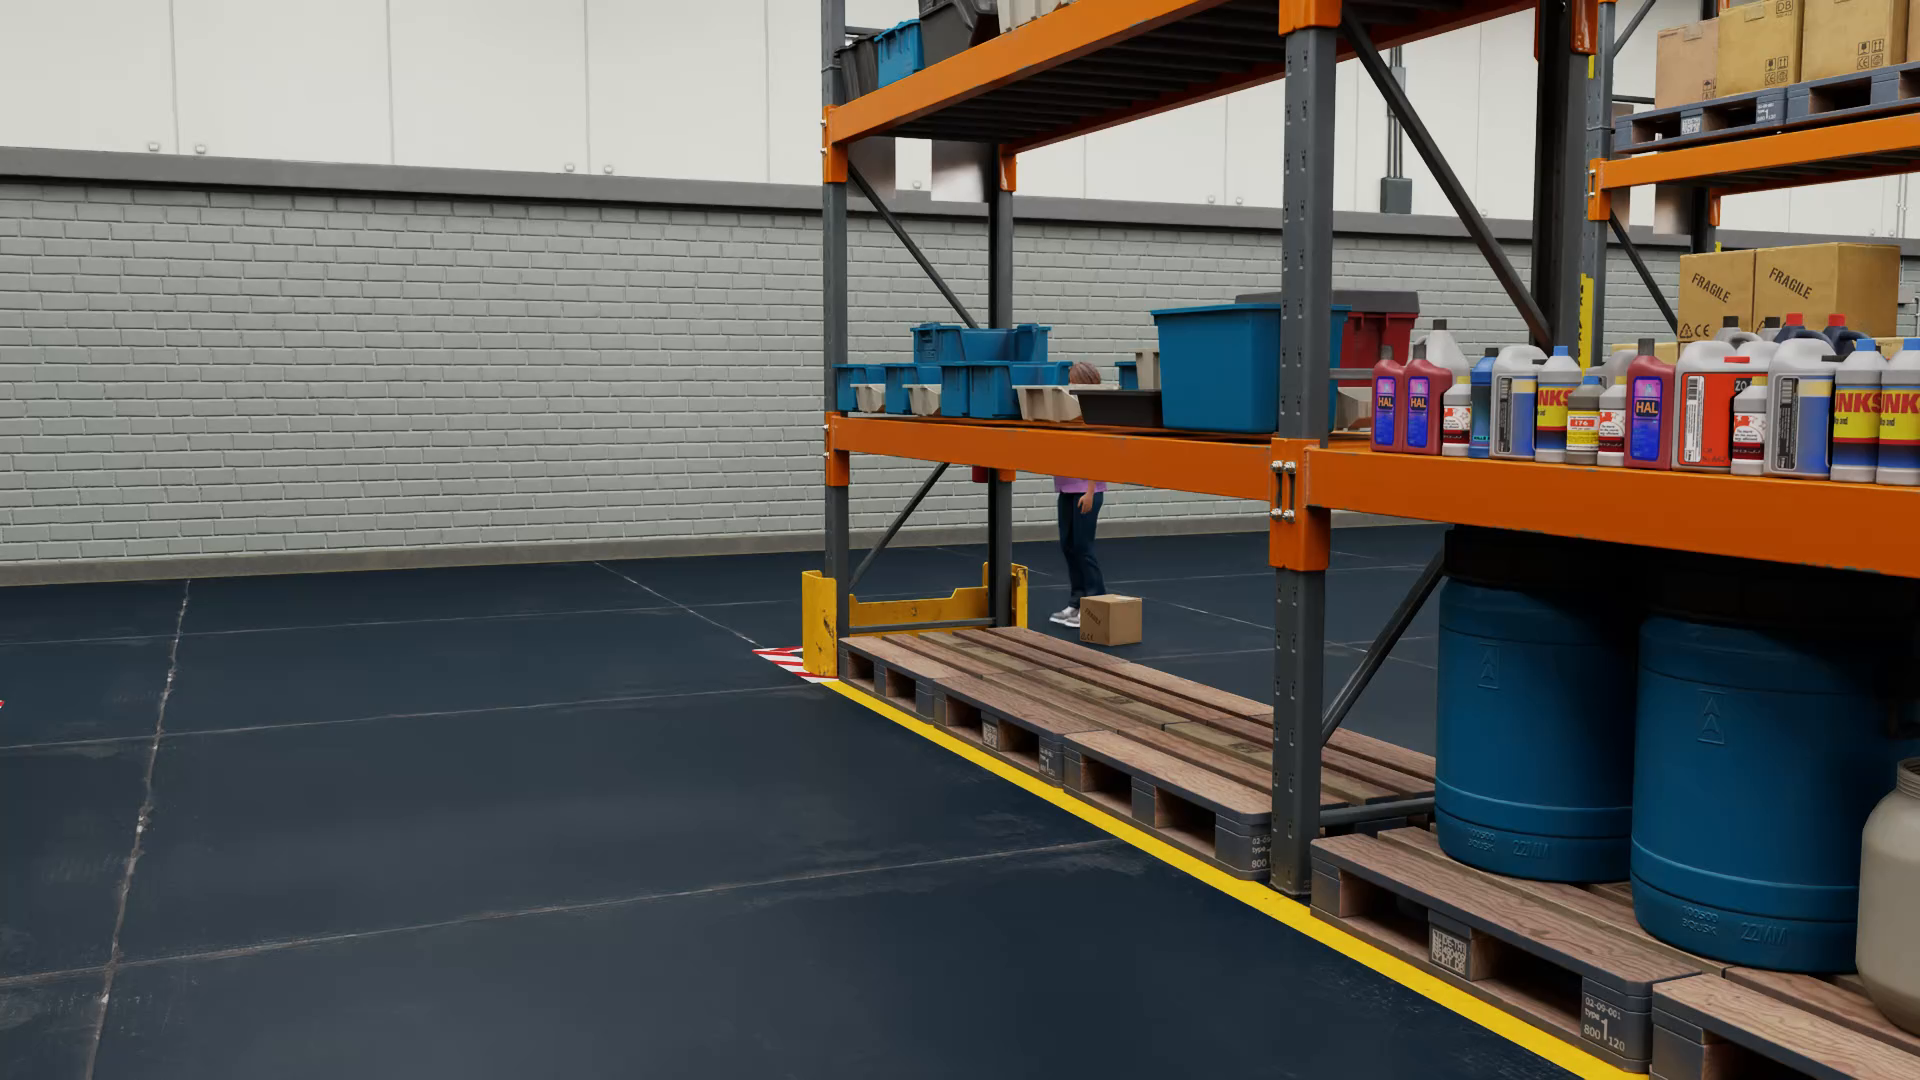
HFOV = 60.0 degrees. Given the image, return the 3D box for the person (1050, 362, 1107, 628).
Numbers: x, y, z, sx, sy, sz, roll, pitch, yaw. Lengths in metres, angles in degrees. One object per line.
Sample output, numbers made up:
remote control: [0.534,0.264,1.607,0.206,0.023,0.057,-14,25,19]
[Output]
person: [0.732,-0.274,10.033,0.309,1.597,0.405,-2,6,-22]
